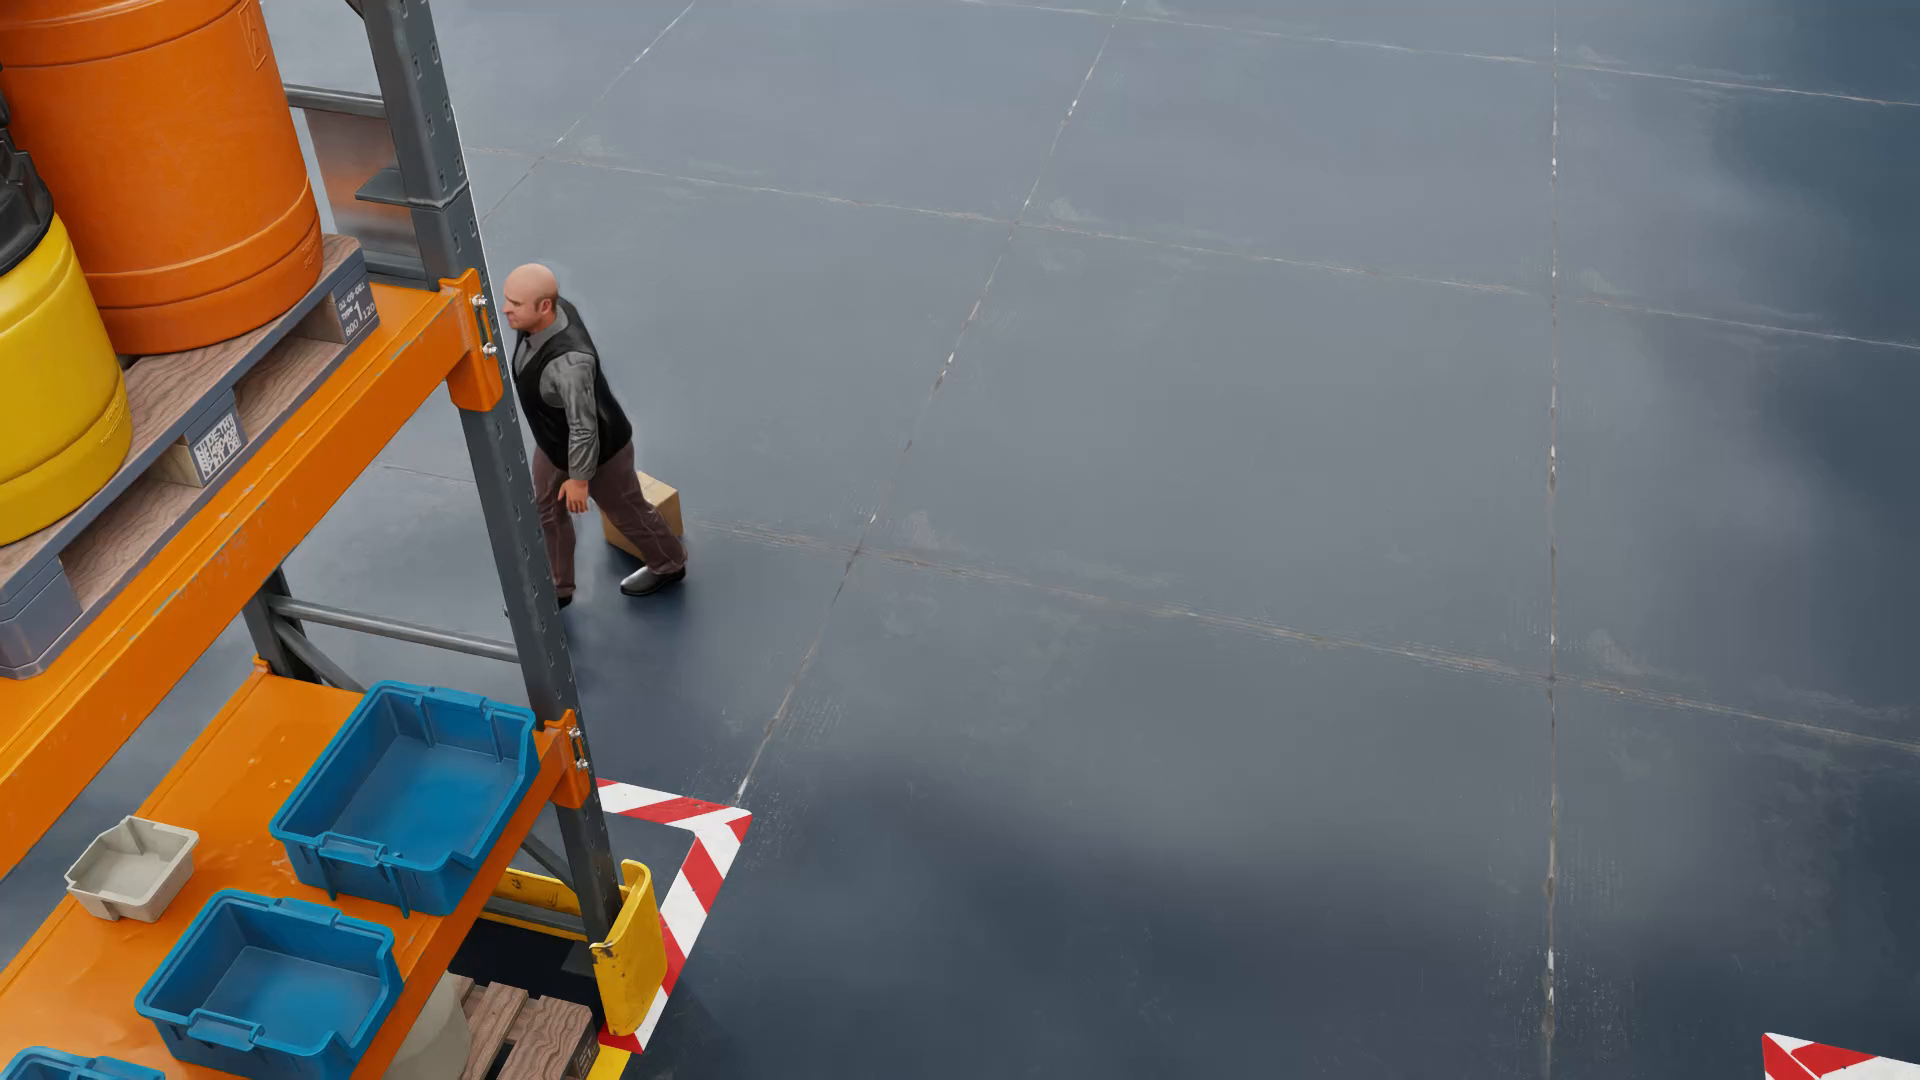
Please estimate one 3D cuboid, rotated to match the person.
[{"bbox_3d":[-1.515,-0.356,6.599,0.779,1.724,0.565,-23,46,-25],"label":"person"}]
